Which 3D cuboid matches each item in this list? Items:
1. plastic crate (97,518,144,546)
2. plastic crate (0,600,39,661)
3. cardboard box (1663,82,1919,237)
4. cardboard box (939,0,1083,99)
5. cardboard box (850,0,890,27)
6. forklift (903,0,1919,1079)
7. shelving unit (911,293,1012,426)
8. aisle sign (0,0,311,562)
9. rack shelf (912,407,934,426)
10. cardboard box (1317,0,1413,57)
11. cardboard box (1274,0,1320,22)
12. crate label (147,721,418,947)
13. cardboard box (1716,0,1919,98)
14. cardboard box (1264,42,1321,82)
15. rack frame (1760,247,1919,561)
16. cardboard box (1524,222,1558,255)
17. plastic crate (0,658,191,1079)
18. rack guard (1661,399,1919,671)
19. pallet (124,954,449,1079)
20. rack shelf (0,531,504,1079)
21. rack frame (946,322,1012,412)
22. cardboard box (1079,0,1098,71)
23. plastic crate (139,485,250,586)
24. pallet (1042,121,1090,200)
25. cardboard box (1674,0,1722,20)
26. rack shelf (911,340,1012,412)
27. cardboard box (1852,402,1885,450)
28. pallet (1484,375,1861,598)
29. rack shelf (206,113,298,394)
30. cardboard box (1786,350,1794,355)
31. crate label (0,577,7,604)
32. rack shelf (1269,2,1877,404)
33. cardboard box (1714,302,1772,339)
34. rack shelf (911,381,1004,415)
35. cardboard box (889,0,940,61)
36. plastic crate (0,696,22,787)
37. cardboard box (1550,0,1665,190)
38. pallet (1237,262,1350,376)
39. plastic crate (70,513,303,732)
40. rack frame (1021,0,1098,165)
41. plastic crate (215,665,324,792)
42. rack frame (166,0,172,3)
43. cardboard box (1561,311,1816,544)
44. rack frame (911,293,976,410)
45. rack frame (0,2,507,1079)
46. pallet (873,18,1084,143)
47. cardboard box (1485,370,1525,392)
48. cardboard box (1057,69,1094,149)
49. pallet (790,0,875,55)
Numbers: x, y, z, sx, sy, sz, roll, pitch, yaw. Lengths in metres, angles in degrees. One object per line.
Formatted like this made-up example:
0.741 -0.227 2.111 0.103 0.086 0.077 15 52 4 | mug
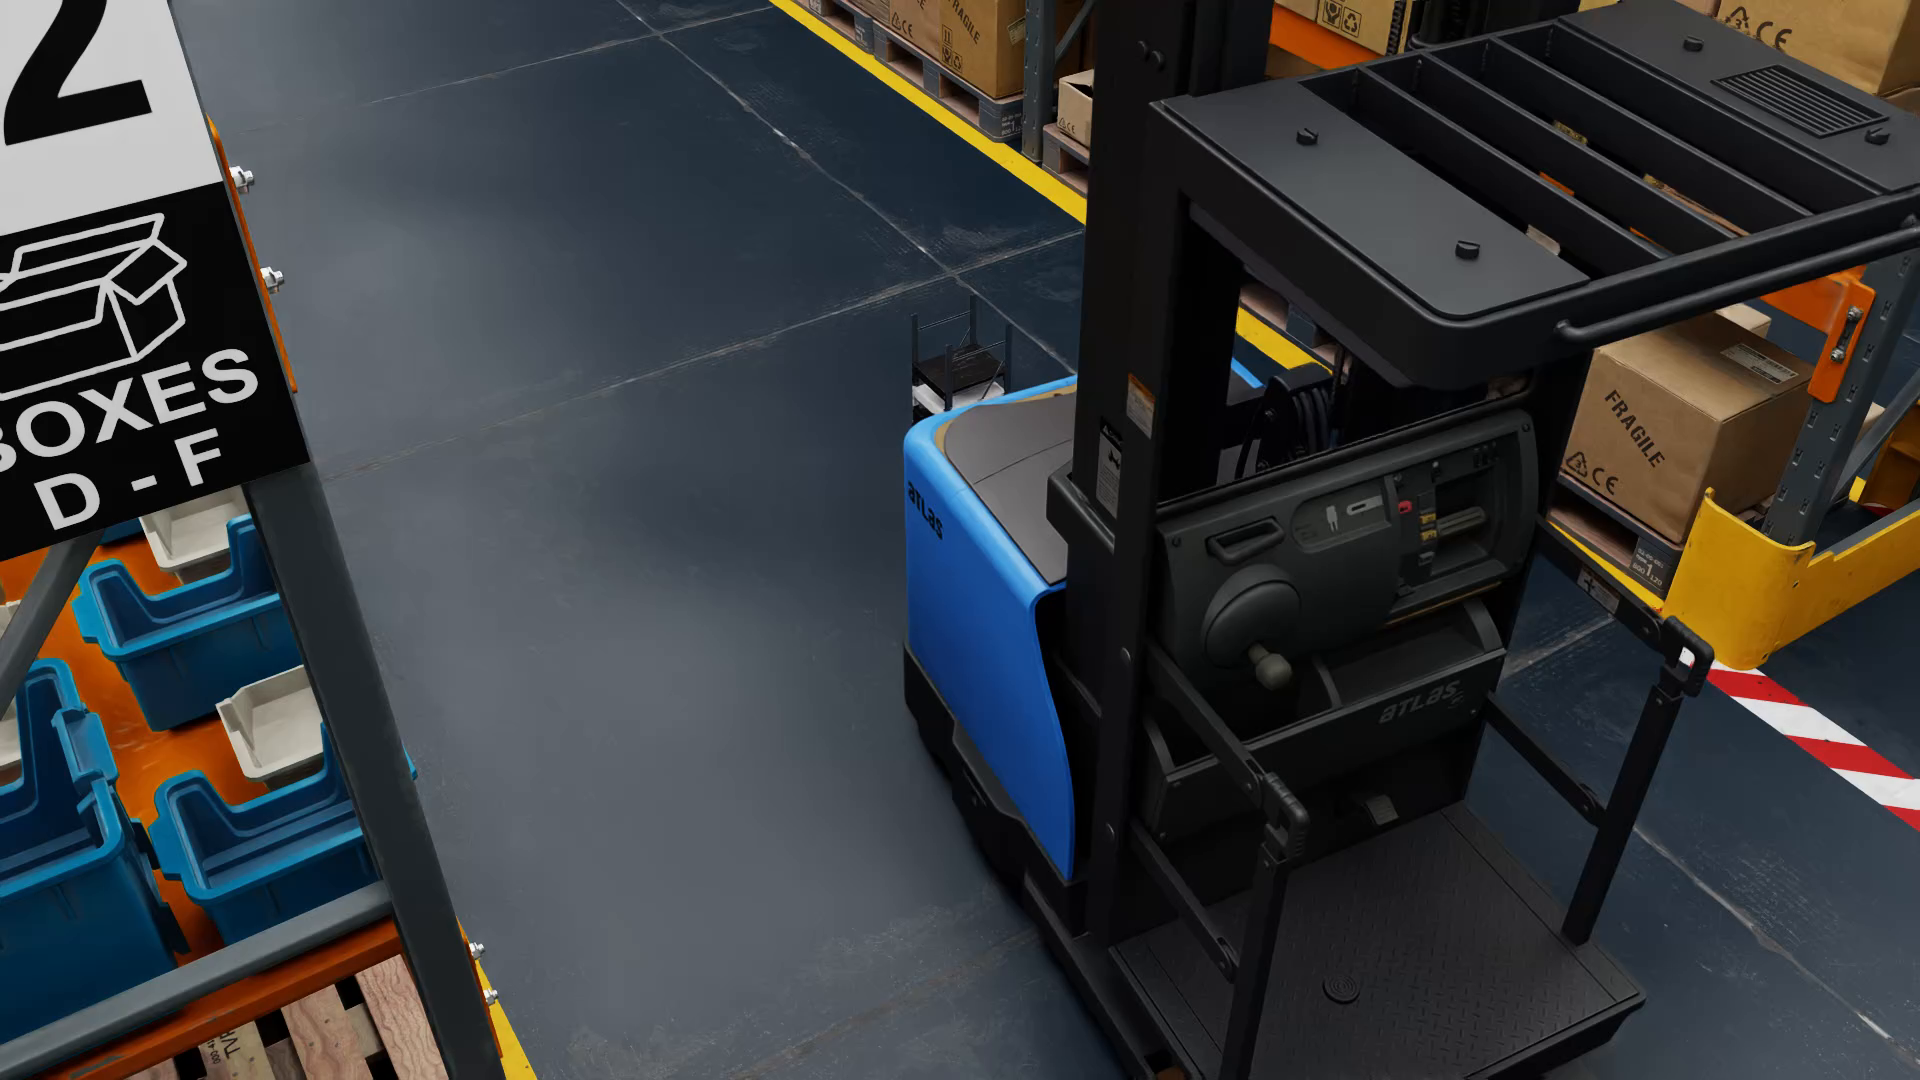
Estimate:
-1.843 -0.189 3.717 0.416 0.233 0.300 -22 45 -24 | plastic crate
-2.015 0.266 3.246 0.396 0.136 0.243 -22 45 -24 | plastic crate
2.428 -1.162 4.723 0.500 0.500 0.500 -21 44 -23 | cardboard box
0.241 -2.511 8.029 0.500 0.500 0.500 -22 45 -25 | cardboard box
-0.287 -3.052 8.678 0.500 0.500 0.500 -22 44 -24 | cardboard box
0.929 0.097 3.343 1.130 2.935 3.031 -17 43 -20 | forklift
0.004 -0.341 5.457 0.258 0.900 0.210 -22 45 -24 | shelving unit
-0.991 -0.335 1.778 0.394 0.787 0.004 -22 45 -24 | aisle sign
0.004 -0.385 5.420 0.258 0.077 0.200 -22 45 -24 | rack shelf
1.612 -1.984 5.710 0.500 0.500 0.500 -23 45 -25 | cardboard box
1.337 -2.258 6.039 0.500 0.500 0.500 -22 45 -25 | cardboard box
-1.135 0.522 2.864 0.416 0.233 0.303 -22 45 -24 | crate label
2.427 -1.544 4.400 0.500 0.500 0.500 -23 45 -25 | cardboard box
1.293 -2.134 7.576 0.500 0.500 0.500 -22 45 -24 | cardboard box
2.898 -0.976 4.578 1.000 3.000 0.127 -22 45 -24 | rack frame
2.308 -1.019 6.434 0.500 0.250 0.500 -22 45 -24 | cardboard box
-1.617 0.574 2.643 0.616 0.435 0.499 -22 45 -24 | plastic crate
2.858 -0.056 5.427 1.175 0.500 0.348 -22 45 -24 | rack guard
-1.691 1.340 3.977 1.003 0.211 1.213 -22 45 -24 | pallet
-2.355 -0.076 4.060 1.077 0.370 4.000 -22 45 -24 | rack shelf
0.059 -0.286 5.391 0.240 0.900 0.006 -22 45 -24 | rack frame
0.693 -2.688 8.242 0.500 0.500 0.500 -24 46 -26 | cardboard box
-1.603 -0.009 3.577 0.250 0.136 0.298 -22 45 -24 | plastic crate
1.116 -1.692 7.616 1.003 0.211 1.213 -22 45 -24 | pallet
2.155 -1.816 4.727 0.500 0.500 0.500 -21 44 -23 | cardboard box
0.004 -0.523 5.305 0.258 0.077 0.200 -22 45 -24 | rack shelf
2.963 -0.394 5.763 0.380 0.149 0.250 -22 45 -24 | cardboard box
2.428 -0.375 6.036 1.003 0.211 1.213 -22 45 -24 | pallet
-2.355 -1.228 3.100 1.077 0.370 4.000 -22 45 -24 | rack shelf
2.829 -0.536 5.919 0.380 0.166 0.250 -22 45 -24 | cardboard box
-2.185 0.124 3.417 0.396 0.136 0.243 -22 45 -24 | crate label
1.823 -1.779 6.104 1.077 0.370 4.000 -22 45 -24 | rack shelf
2.576 -0.749 6.110 0.500 0.250 0.500 -22 45 -24 | cardboard box
0.004 -0.454 5.363 0.258 0.077 0.200 -22 45 -24 | rack shelf
-0.018 -2.781 8.353 0.500 0.500 0.500 -22 45 -24 | cardboard box
-1.871 0.428 3.053 0.396 0.136 0.243 -22 45 -24 | plastic crate
2.146 -1.441 5.058 0.500 0.500 0.500 -22 45 -24 | cardboard box
1.776 -1.033 6.825 1.003 0.211 1.213 -22 45 -24 | pallet
-1.489 0.167 3.291 0.416 0.233 0.300 -22 45 -24 | plastic crate
0.748 -3.135 7.169 1.000 3.000 0.127 -22 45 -24 | rack frame
-1.238 0.357 3.137 0.250 0.136 0.298 -22 45 -24 | plastic crate
-1.280 -1.577 0.614 1.000 3.000 0.127 -22 45 -24 | rack frame
2.398 -0.393 5.488 0.500 0.500 0.500 -22 45 -24 | cardboard box
-0.050 -0.396 5.523 0.240 0.900 0.006 -22 45 -24 | rack frame
-1.280 0.727 2.534 1.000 3.000 0.127 -22 45 -24 | rack frame
0.278 -2.489 8.573 1.003 0.211 1.213 -22 45 -24 | pallet
1.913 -0.820 6.195 0.500 0.250 0.500 -22 45 -24 | cardboard box
0.791 -1.970 7.527 0.500 0.311 0.500 -22 45 -24 | cardboard box
-0.382 -3.149 9.364 1.003 0.211 1.213 -22 45 -24 | pallet
